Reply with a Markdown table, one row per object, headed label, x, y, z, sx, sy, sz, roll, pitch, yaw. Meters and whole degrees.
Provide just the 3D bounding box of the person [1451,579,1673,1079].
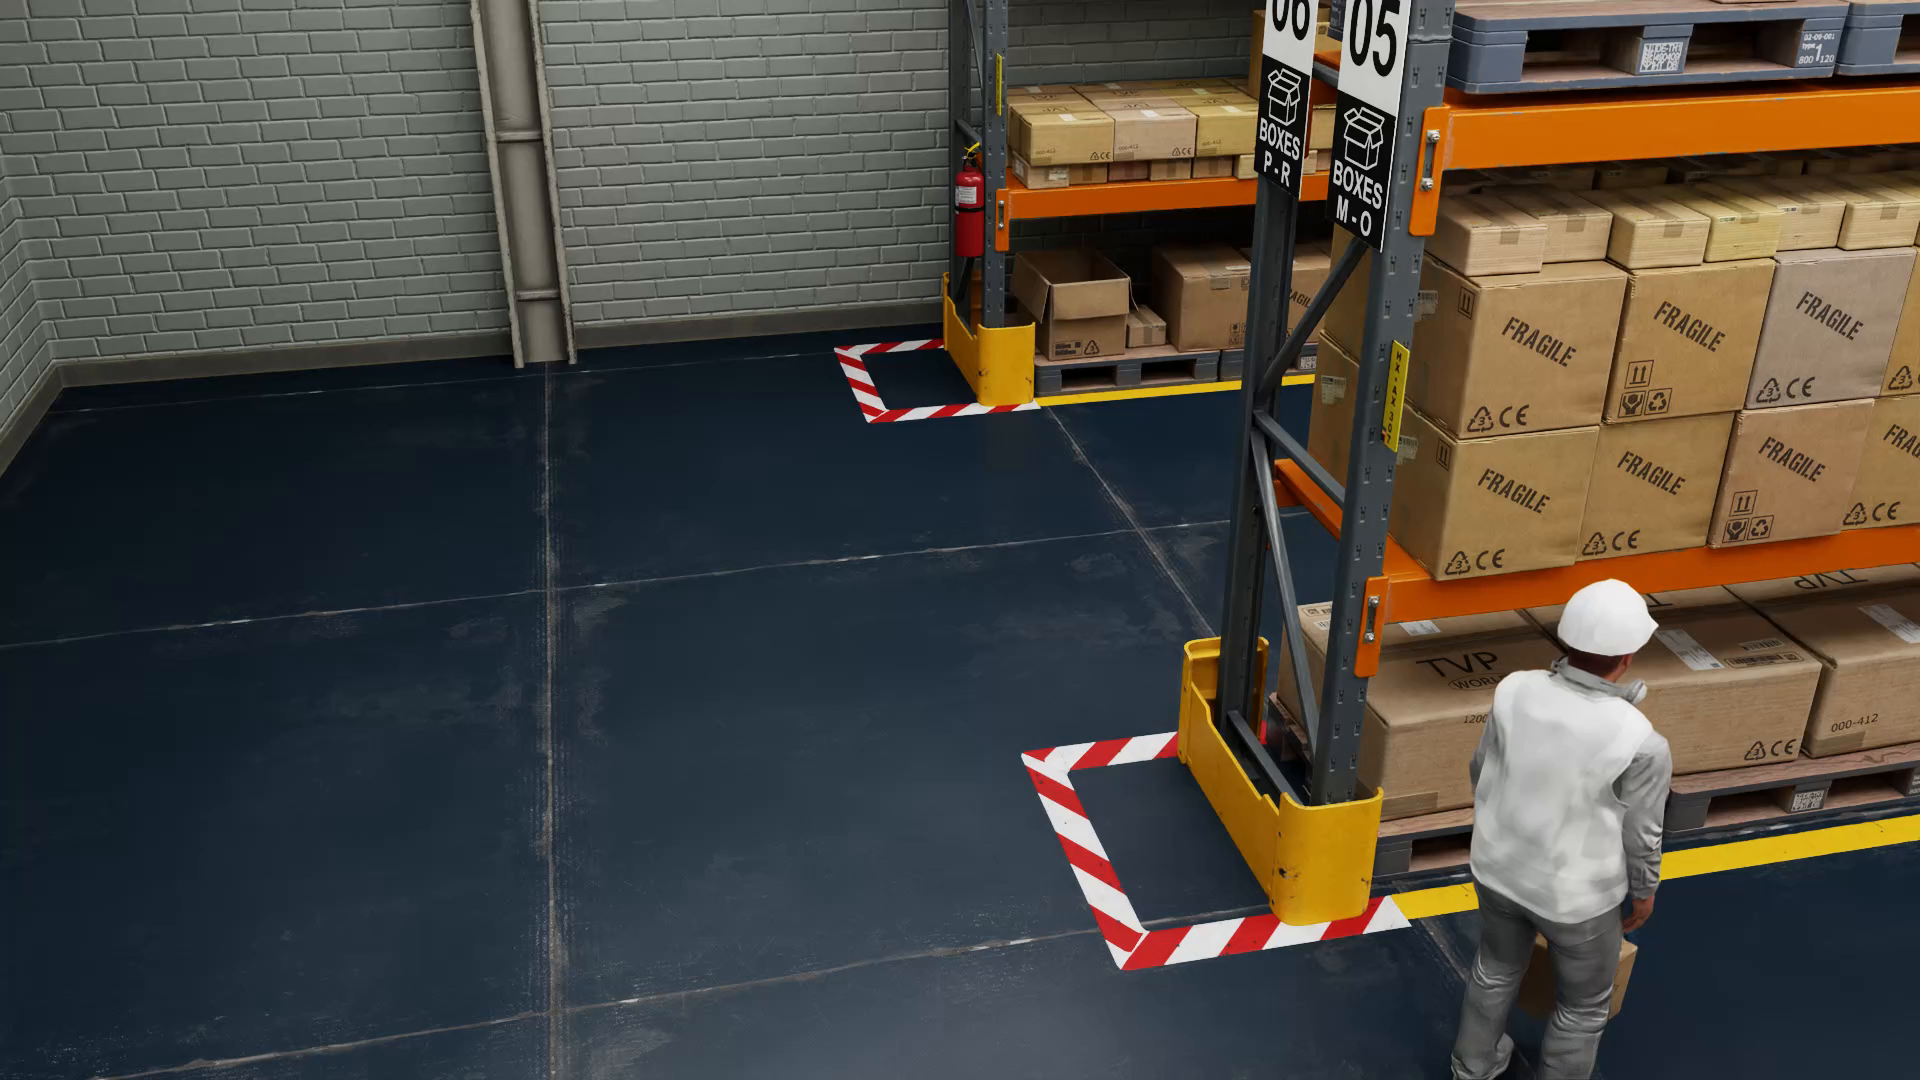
| label | x | y | z | sx | sy | sz | roll | pitch | yaw |
| --- | --- | --- | --- | --- | --- | --- | --- | --- | --- |
| person | 1.687 | 0.930 | 4.724 | 0.442 | 1.773 | 0.565 | -21 | 34 | -36 |
